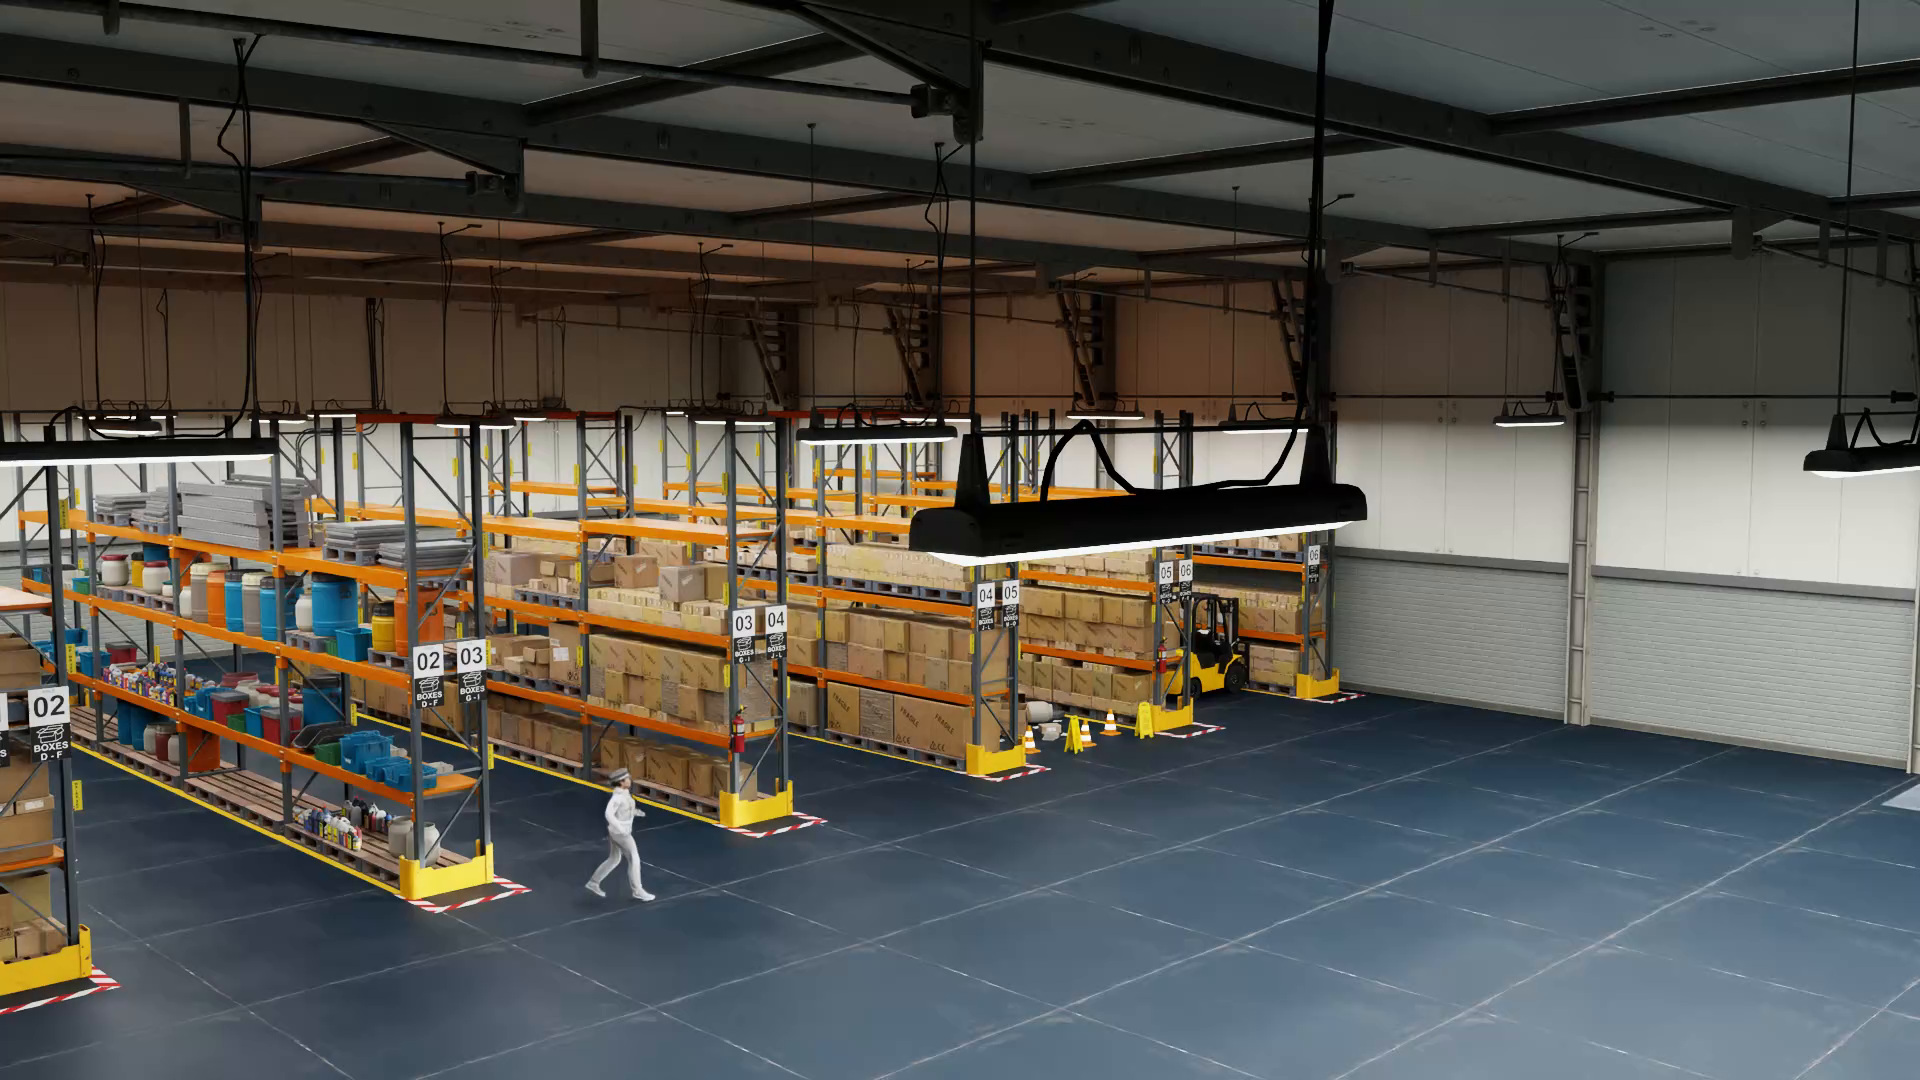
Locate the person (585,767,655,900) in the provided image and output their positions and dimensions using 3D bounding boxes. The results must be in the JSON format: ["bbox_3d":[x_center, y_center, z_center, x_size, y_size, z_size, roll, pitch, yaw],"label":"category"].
[{"bbox_3d":[-4.245,3.670,20.714,0.849,1.710,0.652,-1,5,-16],"label":"person"}]
